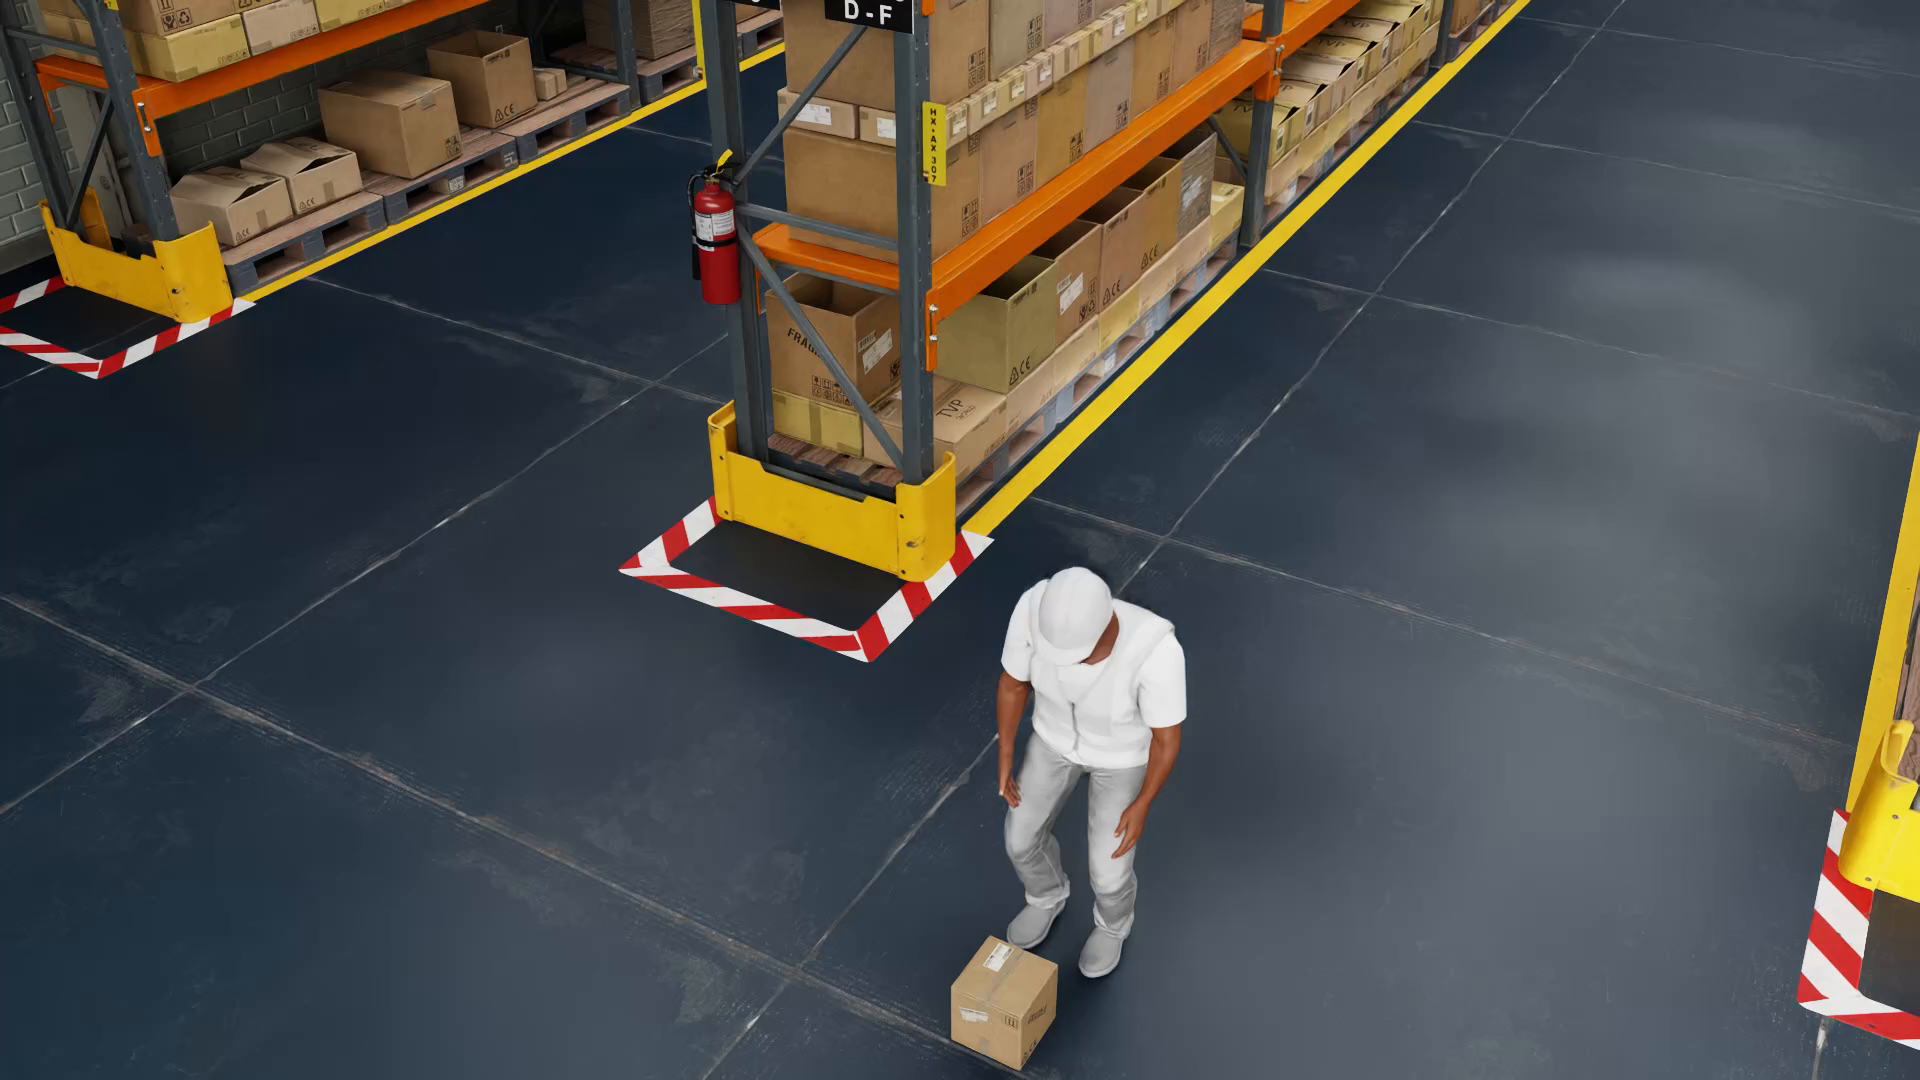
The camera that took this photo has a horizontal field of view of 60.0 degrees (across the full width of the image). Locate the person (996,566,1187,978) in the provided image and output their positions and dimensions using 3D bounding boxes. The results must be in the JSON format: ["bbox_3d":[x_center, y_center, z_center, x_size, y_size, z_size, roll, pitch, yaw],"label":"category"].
[{"bbox_3d":[0.401,0.694,5.210,0.613,1.633,0.576,18,38,25],"label":"person"}]
